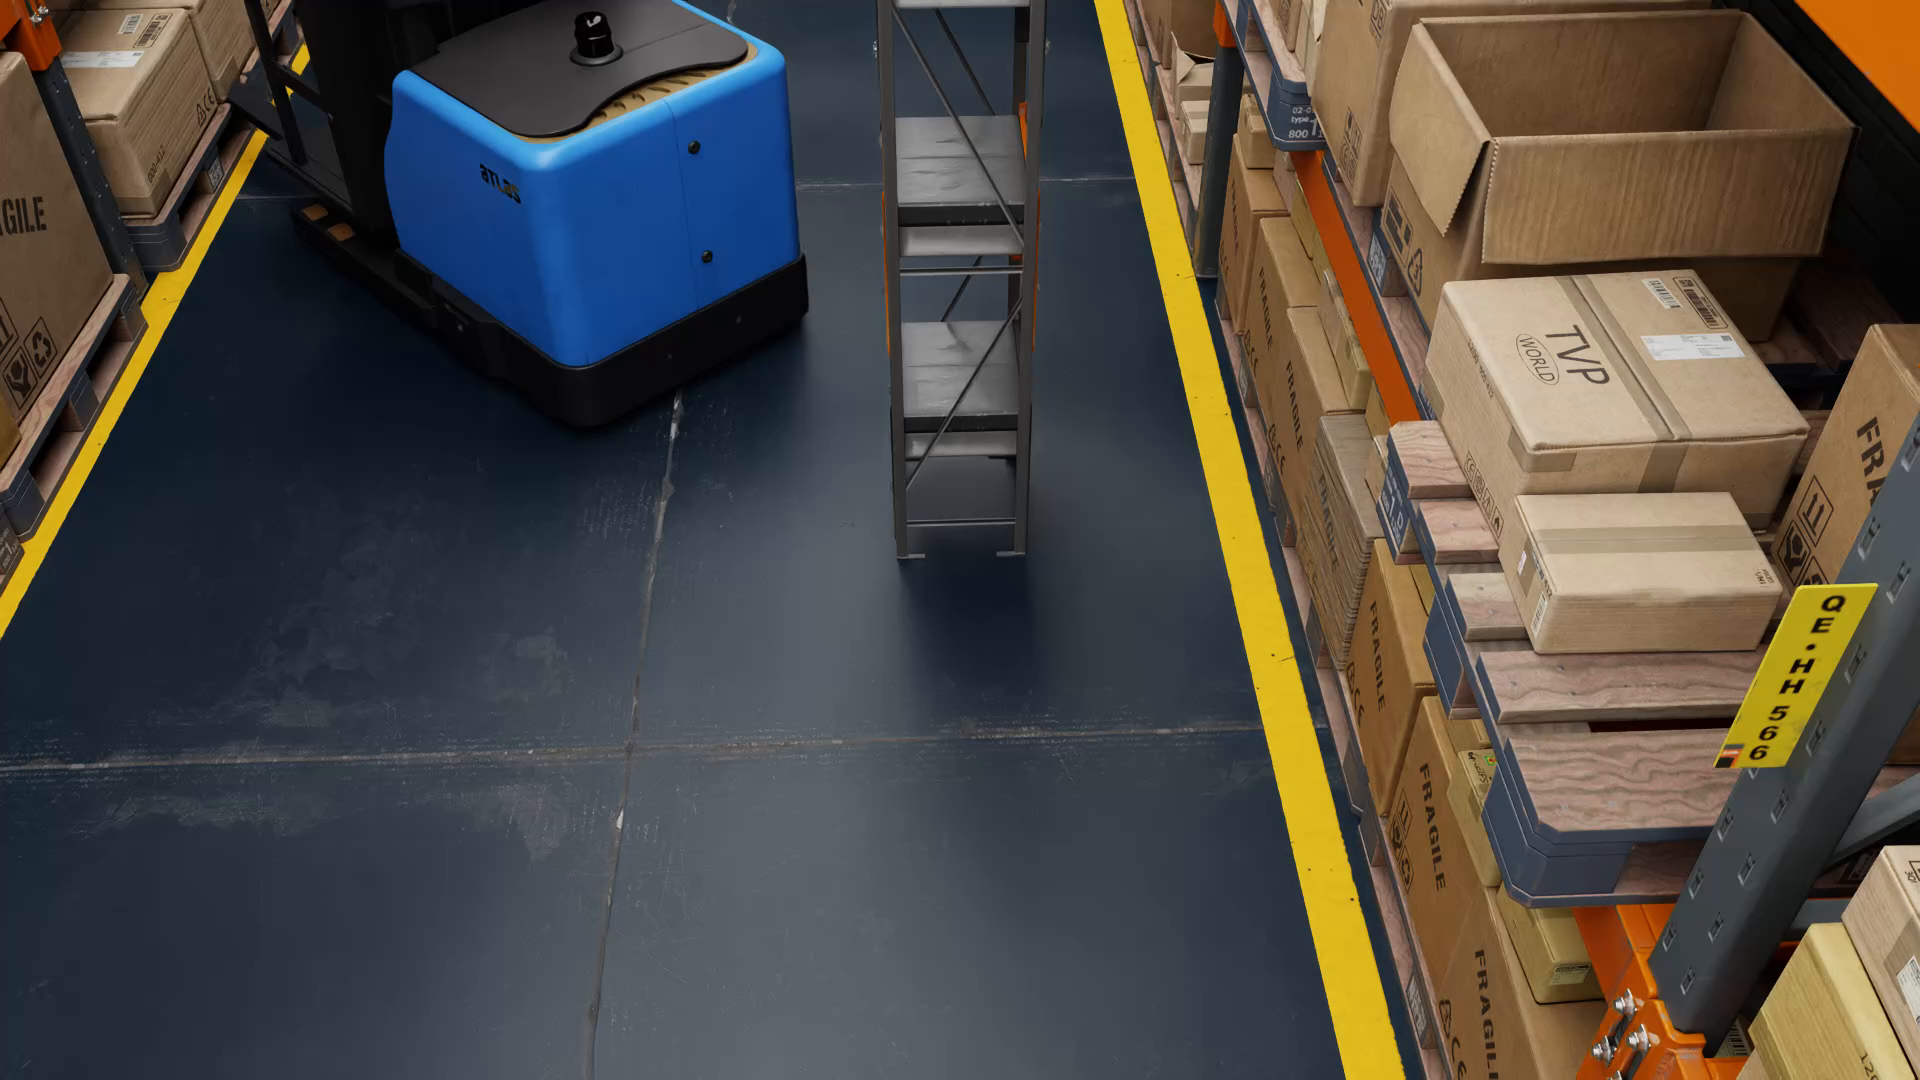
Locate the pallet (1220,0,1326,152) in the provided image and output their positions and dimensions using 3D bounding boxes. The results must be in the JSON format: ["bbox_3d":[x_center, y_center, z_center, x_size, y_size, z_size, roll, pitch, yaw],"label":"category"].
[{"bbox_3d":[1.321,-1.538,4.850,1.003,0.211,1.213,-2,43,-2],"label":"pallet"}]

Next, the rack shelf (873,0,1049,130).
[{"bbox_3d":[-0.007,-1.392,4.199,0.431,0.518,0.480,-2,43,-2],"label":"rack shelf"}]

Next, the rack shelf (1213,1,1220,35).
[{"bbox_3d":[1.311,-3.237,7.093,1.077,0.370,4.000,-2,43,-2],"label":"rack shelf"}]

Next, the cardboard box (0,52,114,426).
[{"bbox_3d":[-3.457,-0.962,5.341,0.875,0.875,0.875,0,43,0],"label":"cardboard box"}]

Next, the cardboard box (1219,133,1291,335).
[{"bbox_3d":[1.192,-1.052,5.717,0.500,0.500,0.500,0,43,0],"label":"cardboard box"}]

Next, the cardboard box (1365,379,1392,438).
[{"bbox_3d":[1.304,-0.313,4.431,0.380,0.149,0.250,-1,43,-2],"label":"cardboard box"}]

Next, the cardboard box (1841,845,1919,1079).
[{"bbox_3d":[1.285,0.496,1.934,0.380,0.149,0.250,0,43,-1],"label":"cardboard box"}]

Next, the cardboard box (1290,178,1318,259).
[{"bbox_3d":[1.257,-1.017,5.198,0.380,0.149,0.250,-4,43,-4],"label":"cardboard box"}]

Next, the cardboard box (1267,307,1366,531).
[{"bbox_3d":[1.241,-0.356,4.957,0.500,0.500,0.500,-3,43,-3],"label":"cardboard box"}]

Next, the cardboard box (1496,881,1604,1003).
[{"bbox_3d":[1.292,0.750,3.271,0.380,0.149,0.250,-4,43,-4],"label":"cardboard box"}]

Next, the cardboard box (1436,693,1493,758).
[{"bbox_3d":[1.282,0.388,3.666,0.380,0.149,0.250,-3,43,-3],"label":"cardboard box"}]

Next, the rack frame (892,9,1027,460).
[{"bbox_3d":[-0.017,-1.051,4.842,0.400,2.100,0.015,-2,43,-2],"label":"rack frame"}]

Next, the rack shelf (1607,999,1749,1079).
[{"bbox_3d":[1.651,2.164,1.201,1.077,0.370,4.000,-2,43,-2],"label":"rack shelf"}]

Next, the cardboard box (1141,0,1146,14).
[{"bbox_3d":[1.078,-2.732,7.549,0.500,0.500,0.500,-1,43,-1],"label":"cardboard box"}]

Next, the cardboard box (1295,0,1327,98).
[{"bbox_3d":[1.072,-1.308,4.246,0.396,0.266,0.258,0,43,0],"label":"cardboard box"}]

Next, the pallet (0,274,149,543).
[{"bbox_3d":[-3.455,-0.460,5.596,1.003,0.211,1.213,-2,43,-2],"label":"pallet"}]

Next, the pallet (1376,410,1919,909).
[{"bbox_3d":[1.467,0.164,2.993,1.213,0.211,1.003,-2,43,-2],"label":"pallet"}]

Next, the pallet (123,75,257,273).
[{"bbox_3d":[-3.517,-1.494,6.724,1.003,0.211,1.213,-2,43,-2],"label":"pallet"}]

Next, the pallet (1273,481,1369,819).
[{"bbox_3d":[1.523,0.250,4.821,1.003,0.211,1.213,-2,43,-2],"label":"pallet"}]

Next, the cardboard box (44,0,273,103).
[{"bbox_3d":[-3.521,-2.248,7.068,0.875,0.438,0.875,-3,43,-3],"label":"cardboard box"}]

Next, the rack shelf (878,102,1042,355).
[{"bbox_3d":[-0.007,-0.876,4.672,0.431,0.518,0.480,-2,43,-2],"label":"rack shelf"}]

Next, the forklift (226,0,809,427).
[{"bbox_3d":[-1.949,-2.348,5.643,3.031,2.935,1.130,34,52,31],"label":"forklift"}]

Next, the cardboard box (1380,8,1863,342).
[{"bbox_3d":[1.312,-0.741,3.451,0.797,0.503,0.637,-3,43,-3],"label":"cardboard box"}]

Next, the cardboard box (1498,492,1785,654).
[{"bbox_3d":[1.155,0.054,2.846,0.380,0.149,0.250,-1,43,-1],"label":"cardboard box"}]

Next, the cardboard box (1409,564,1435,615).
[{"bbox_3d":[1.305,0.040,4.046,0.380,0.149,0.250,-2,43,-2],"label":"cardboard box"}]

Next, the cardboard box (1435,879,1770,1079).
[{"bbox_3d":[1.333,1.036,3.439,0.500,0.500,0.500,-1,43,-1],"label":"cardboard box"}]

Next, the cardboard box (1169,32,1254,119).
[{"bbox_3d":[1.064,-1.907,6.823,0.396,0.266,0.258,0,43,0],"label":"cardboard box"}]

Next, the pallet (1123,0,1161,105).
[{"bbox_3d":[1.313,-2.413,7.726,1.003,0.211,1.213,-2,43,-2],"label":"pallet"}]

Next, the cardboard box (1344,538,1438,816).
[{"bbox_3d":[1.298,0.345,4.193,0.500,0.500,0.500,0,43,0],"label":"cardboard box"}]

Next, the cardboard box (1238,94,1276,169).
[{"bbox_3d":[1.146,-1.374,5.588,0.380,0.149,0.250,0,43,0],"label":"cardboard box"}]

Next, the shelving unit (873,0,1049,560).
[{"bbox_3d":[-0.007,-0.886,4.662,0.431,2.100,0.503,-2,43,-2],"label":"shelving unit"}]

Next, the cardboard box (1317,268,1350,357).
[{"bbox_3d":[1.256,-0.662,4.811,0.380,0.149,0.250,-2,43,-2],"label":"cardboard box"}]

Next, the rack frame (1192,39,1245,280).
[{"bbox_3d":[1.396,-2.152,5.377,1.000,3.000,0.127,-2,43,-2],"label":"rack frame"}]

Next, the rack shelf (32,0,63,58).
[{"bbox_3d":[-3.648,-3.092,6.935,1.077,0.370,4.000,-2,43,-2],"label":"rack shelf"}]

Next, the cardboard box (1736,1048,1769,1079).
[{"bbox_3d":[1.341,0.911,2.148,0.500,0.250,0.500,-1,43,-2],"label":"cardboard box"}]
